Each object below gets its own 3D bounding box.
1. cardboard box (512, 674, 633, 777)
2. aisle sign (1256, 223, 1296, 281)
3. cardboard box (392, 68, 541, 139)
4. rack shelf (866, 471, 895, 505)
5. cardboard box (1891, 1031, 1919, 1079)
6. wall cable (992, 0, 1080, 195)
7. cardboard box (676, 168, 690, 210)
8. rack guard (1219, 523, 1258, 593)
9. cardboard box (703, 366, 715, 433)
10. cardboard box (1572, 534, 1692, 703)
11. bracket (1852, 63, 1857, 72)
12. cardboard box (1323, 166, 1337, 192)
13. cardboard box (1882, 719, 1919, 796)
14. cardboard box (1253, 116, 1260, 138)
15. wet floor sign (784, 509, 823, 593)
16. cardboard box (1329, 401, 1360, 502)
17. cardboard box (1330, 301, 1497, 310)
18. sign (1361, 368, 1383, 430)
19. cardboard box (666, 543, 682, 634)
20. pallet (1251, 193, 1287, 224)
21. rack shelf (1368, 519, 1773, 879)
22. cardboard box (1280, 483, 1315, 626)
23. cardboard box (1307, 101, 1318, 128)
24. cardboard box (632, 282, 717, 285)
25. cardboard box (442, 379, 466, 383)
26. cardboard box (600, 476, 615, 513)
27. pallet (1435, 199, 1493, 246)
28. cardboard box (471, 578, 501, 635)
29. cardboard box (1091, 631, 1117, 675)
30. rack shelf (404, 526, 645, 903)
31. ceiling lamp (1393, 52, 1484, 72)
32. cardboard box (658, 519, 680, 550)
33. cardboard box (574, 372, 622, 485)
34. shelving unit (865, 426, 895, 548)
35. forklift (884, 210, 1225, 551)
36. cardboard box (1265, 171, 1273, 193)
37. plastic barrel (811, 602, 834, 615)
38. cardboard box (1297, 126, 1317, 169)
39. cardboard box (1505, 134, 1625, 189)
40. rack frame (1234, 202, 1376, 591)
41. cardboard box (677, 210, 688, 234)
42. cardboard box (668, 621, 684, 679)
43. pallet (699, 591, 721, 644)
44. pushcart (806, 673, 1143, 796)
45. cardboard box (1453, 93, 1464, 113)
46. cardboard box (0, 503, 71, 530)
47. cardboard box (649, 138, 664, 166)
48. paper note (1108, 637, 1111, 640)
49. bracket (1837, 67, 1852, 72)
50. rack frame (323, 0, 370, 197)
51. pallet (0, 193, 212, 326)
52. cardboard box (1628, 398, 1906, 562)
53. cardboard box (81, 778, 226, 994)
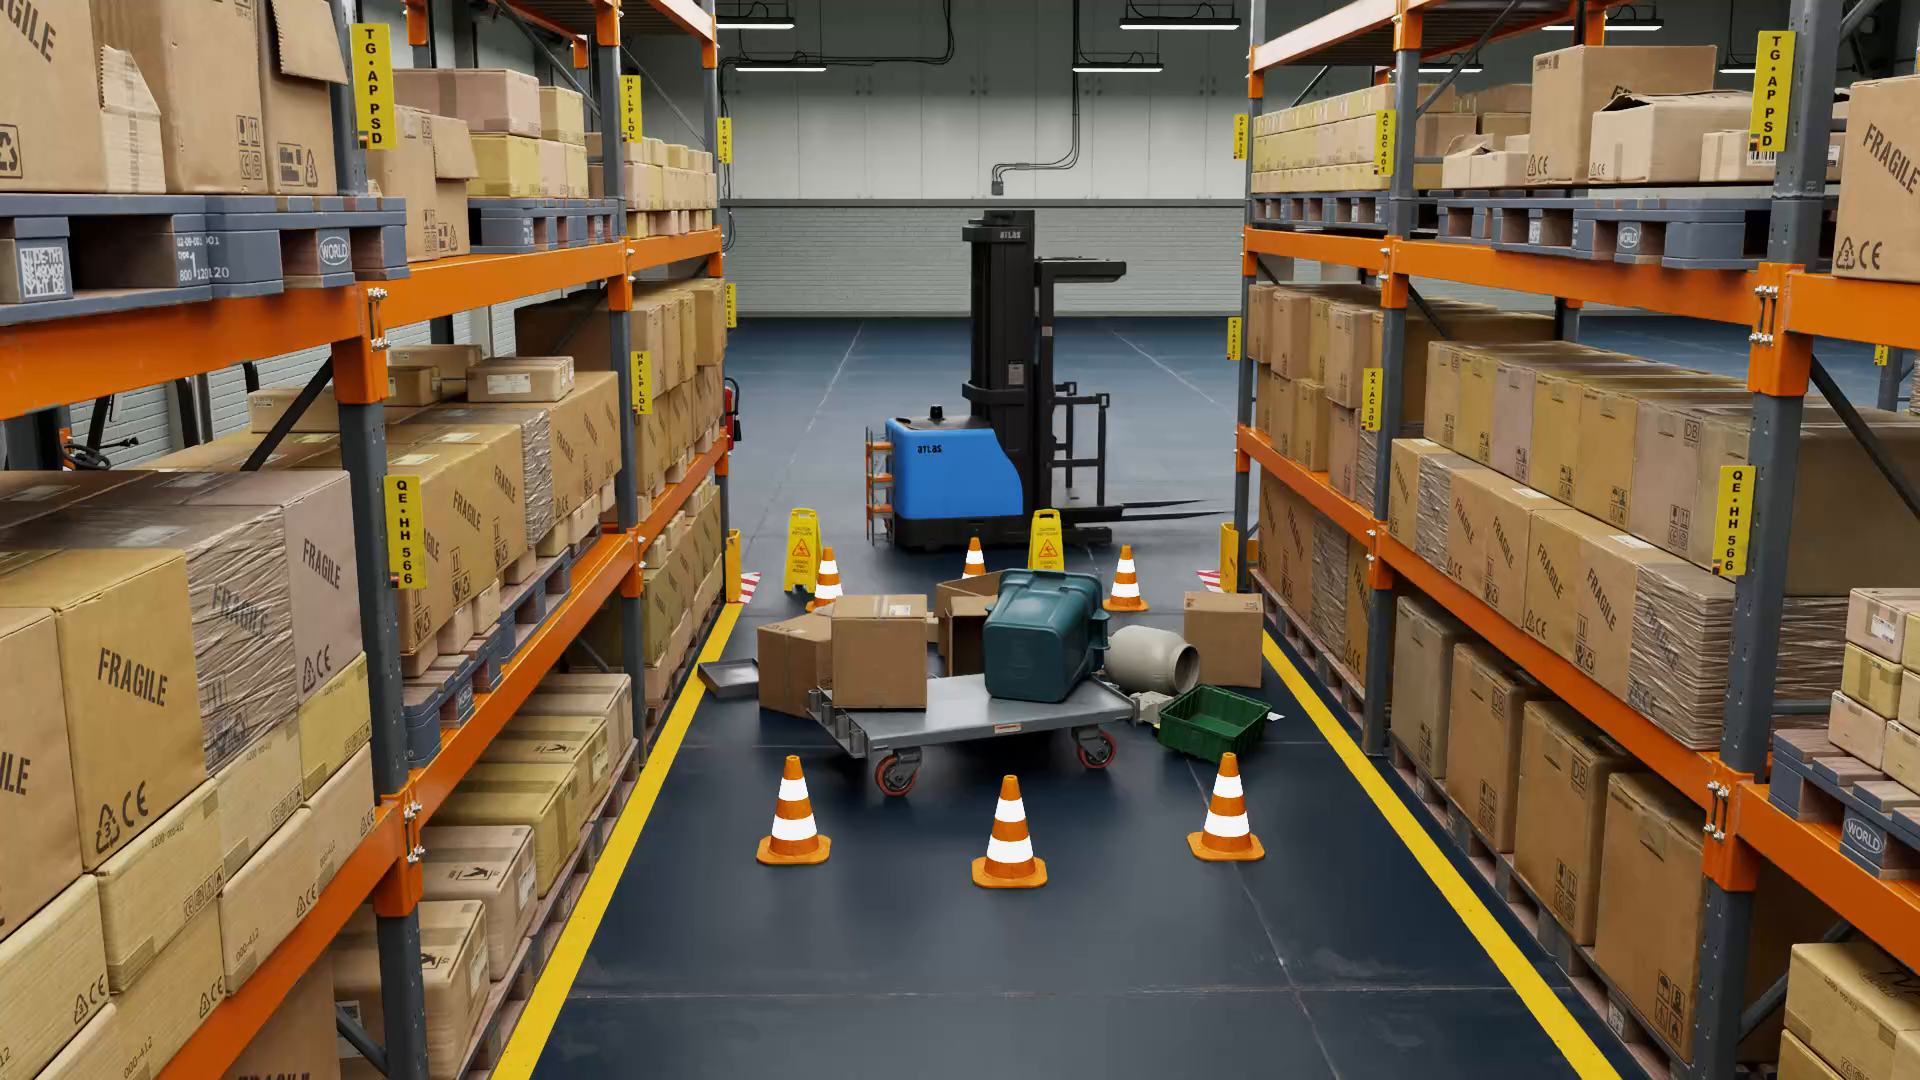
[{"bbox_3d":[-2.194,0.941,8.432,0.950,0.372,0.625,0,11,0],"label":"cardboard box"},{"bbox_3d":[2.356,-2.368,12.650,0.394,0.787,0.004,0,11,-1],"label":"aisle sign"},{"bbox_3d":[-2.025,-1.776,6.787,0.500,0.250,0.500,0,11,0],"label":"cardboard box"},{"bbox_3d":[-0.707,-0.461,14.744,0.215,0.259,0.240,-3,12,-13],"label":"rack shelf"},{"bbox_3d":[2.605,1.400,3.961,0.500,0.250,0.500,0,11,-2],"label":"cardboard box"},{"bbox_3d":[1.994,-12.075,43.391,2.305,6.003,0.169,0,11,-1],"label":"wall cable"},{"bbox_3d":[-1.972,-2.179,10.341,0.500,0.250,0.500,0,11,-1],"label":"cardboard box"},{"bbox_3d":[2.657,0.139,13.117,1.175,0.500,0.348,0,11,-1],"label":"rack guard"},{"bbox_3d":[-1.997,-1.029,11.589,0.500,0.500,0.500,0,11,-1],"label":"cardboard box"},{"bbox_3d":[2.536,0.272,5.921,0.500,0.500,0.500,0,11,-1],"label":"cardboard box"},{"bbox_3d":[22.371,-11.756,41.319,0.235,0.232,0.430,0,11,-1],"label":"bracket"},{"bbox_3d":[2.391,-2.161,9.946,0.380,0.149,0.250,0,11,0],"label":"cardboard box"},{"bbox_3d":[2.635,0.569,4.284,0.380,0.149,0.250,0,11,2],"label":"cardboard box"},{"bbox_3d":[2.346,-3.006,12.107,0.380,0.149,0.250,0,11,-1],"label":"cardboard box"},{"bbox_3d":[-1.224,0.071,13.087,0.267,0.644,0.232,4,12,18],"label":"wet floor sign"},{"bbox_3d":[2.686,-0.542,9.810,0.875,0.550,0.550,0,11,-1],"label":"cardboard box"},{"bbox_3d":[2.765,-1.179,10.234,0.875,0.550,0.550,0,11,-1],"label":"cardboard box"},{"bbox_3d":[2.185,-0.747,8.819,0.100,0.325,0.005,0,11,-1],"label":"sign"},{"bbox_3d":[-1.972,0.304,9.991,0.500,0.500,0.500,0,11,1],"label":"cardboard box"},{"bbox_3d":[2.683,-2.361,11.829,1.003,0.211,1.213,0,11,-1],"label":"pallet"},{"bbox_3d":[2.781,0.464,7.037,1.077,0.370,4.000,0,11,-1],"label":"rack shelf"},{"bbox_3d":[2.758,0.064,11.489,0.875,0.875,0.875,0,11,-2],"label":"cardboard box"},{"bbox_3d":[2.382,-2.652,10.361,0.380,0.149,0.250,0,11,0],"label":"cardboard box"},{"bbox_3d":[-2.058,-1.524,11.514,0.700,0.500,0.500,0,11,-1],"label":"cardboard box"},{"bbox_3d":[-2.484,-0.552,8.180,0.500,0.500,0.500,0,11,0],"label":"cardboard box"},{"bbox_3d":[-1.920,-0.227,8.211,0.380,0.149,0.250,0,11,0],"label":"cardboard box"},{"bbox_3d":[2.808,-1.480,7.749,0.805,0.209,1.217,-1,11,-3],"label":"pallet"},{"bbox_3d":[-1.862,0.236,5.929,0.380,0.149,0.250,0,11,-1],"label":"cardboard box"},{"bbox_3d":[0.863,0.720,10.844,0.396,0.266,0.258,2,12,9],"label":"cardboard box"},{"bbox_3d":[-2.166,0.504,6.838,1.077,0.370,4.000,0,11,-1],"label":"rack shelf"},{"bbox_3d":[10.516,-11.953,36.661,2.000,3.185,0.800,0,11,-1],"label":"ceiling lamp"},{"bbox_3d":[-1.904,-0.035,10.029,0.380,0.149,0.250,0,11,1],"label":"cardboard box"},{"bbox_3d":[-1.968,-0.555,8.197,0.500,0.500,0.500,0,11,-2],"label":"cardboard box"},{"bbox_3d":[-0.707,-0.471,14.742,0.215,1.050,0.252,-3,12,-13],"label":"shelving unit"},{"bbox_3d":[0.879,-1.472,14.944,3.031,2.935,1.130,-3,12,-13],"label":"forklift"},{"bbox_3d":[2.354,-2.513,11.682,0.380,0.149,0.250,0,11,-1],"label":"cardboard box"},{"bbox_3d":[-0.733,0.626,10.908,0.512,0.421,0.421,9,15,38],"label":"plastic barrel"},{"bbox_3d":[2.443,-2.481,10.519,0.500,0.250,0.500,0,11,-1],"label":"cardboard box"},{"bbox_3d":[2.914,-1.798,7.901,0.500,0.250,0.500,0,11,-1],"label":"cardboard box"},{"bbox_3d":[2.657,-1.081,12.845,1.000,3.000,0.127,0,11,-1],"label":"rack frame"},{"bbox_3d":[-1.926,-2.013,10.524,0.380,0.149,0.250,0,11,-2],"label":"cardboard box"},{"bbox_3d":[-1.972,0.672,10.064,0.500,0.250,0.500,0,11,2],"label":"cardboard box"},{"bbox_3d":[-2.307,0.502,12.052,1.003,0.211,1.213,0,11,-1],"label":"pallet"},{"bbox_3d":[0.071,1.020,9.082,1.648,0.377,0.936,-4,12,-21],"label":"pushcart"},{"bbox_3d":[3.055,-2.504,9.631,0.380,0.149,0.250,0,11,-2],"label":"cardboard box"},{"bbox_3d":[-2.339,0.208,3.723,0.500,0.500,0.500,0,11,-1],"label":"cardboard box"},{"bbox_3d":[-1.897,-2.204,9.460,0.380,0.149,0.250,0,11,-2],"label":"cardboard box"},{"bbox_3d":[0.991,0.685,11.610,0.144,0.017,0.142,4,12,18],"label":"paper note"},{"bbox_3d":[22.334,-12.109,43.062,0.076,0.066,3.189,0,11,-1],"label":"bracket"},{"bbox_3d":[-2.124,-2.391,4.210,1.000,3.000,0.127,0,11,-1],"label":"rack frame"},{"bbox_3d":[-2.032,-0.478,2.802,1.003,0.211,1.213,0,11,1],"label":"pallet"},{"bbox_3d":[2.811,-0.220,5.832,0.700,0.500,0.500,0,11,-2],"label":"cardboard box"},{"bbox_3d":[-1.815,0.677,3.299,0.500,0.250,0.500,-1,11,-3],"label":"cardboard box"}]
